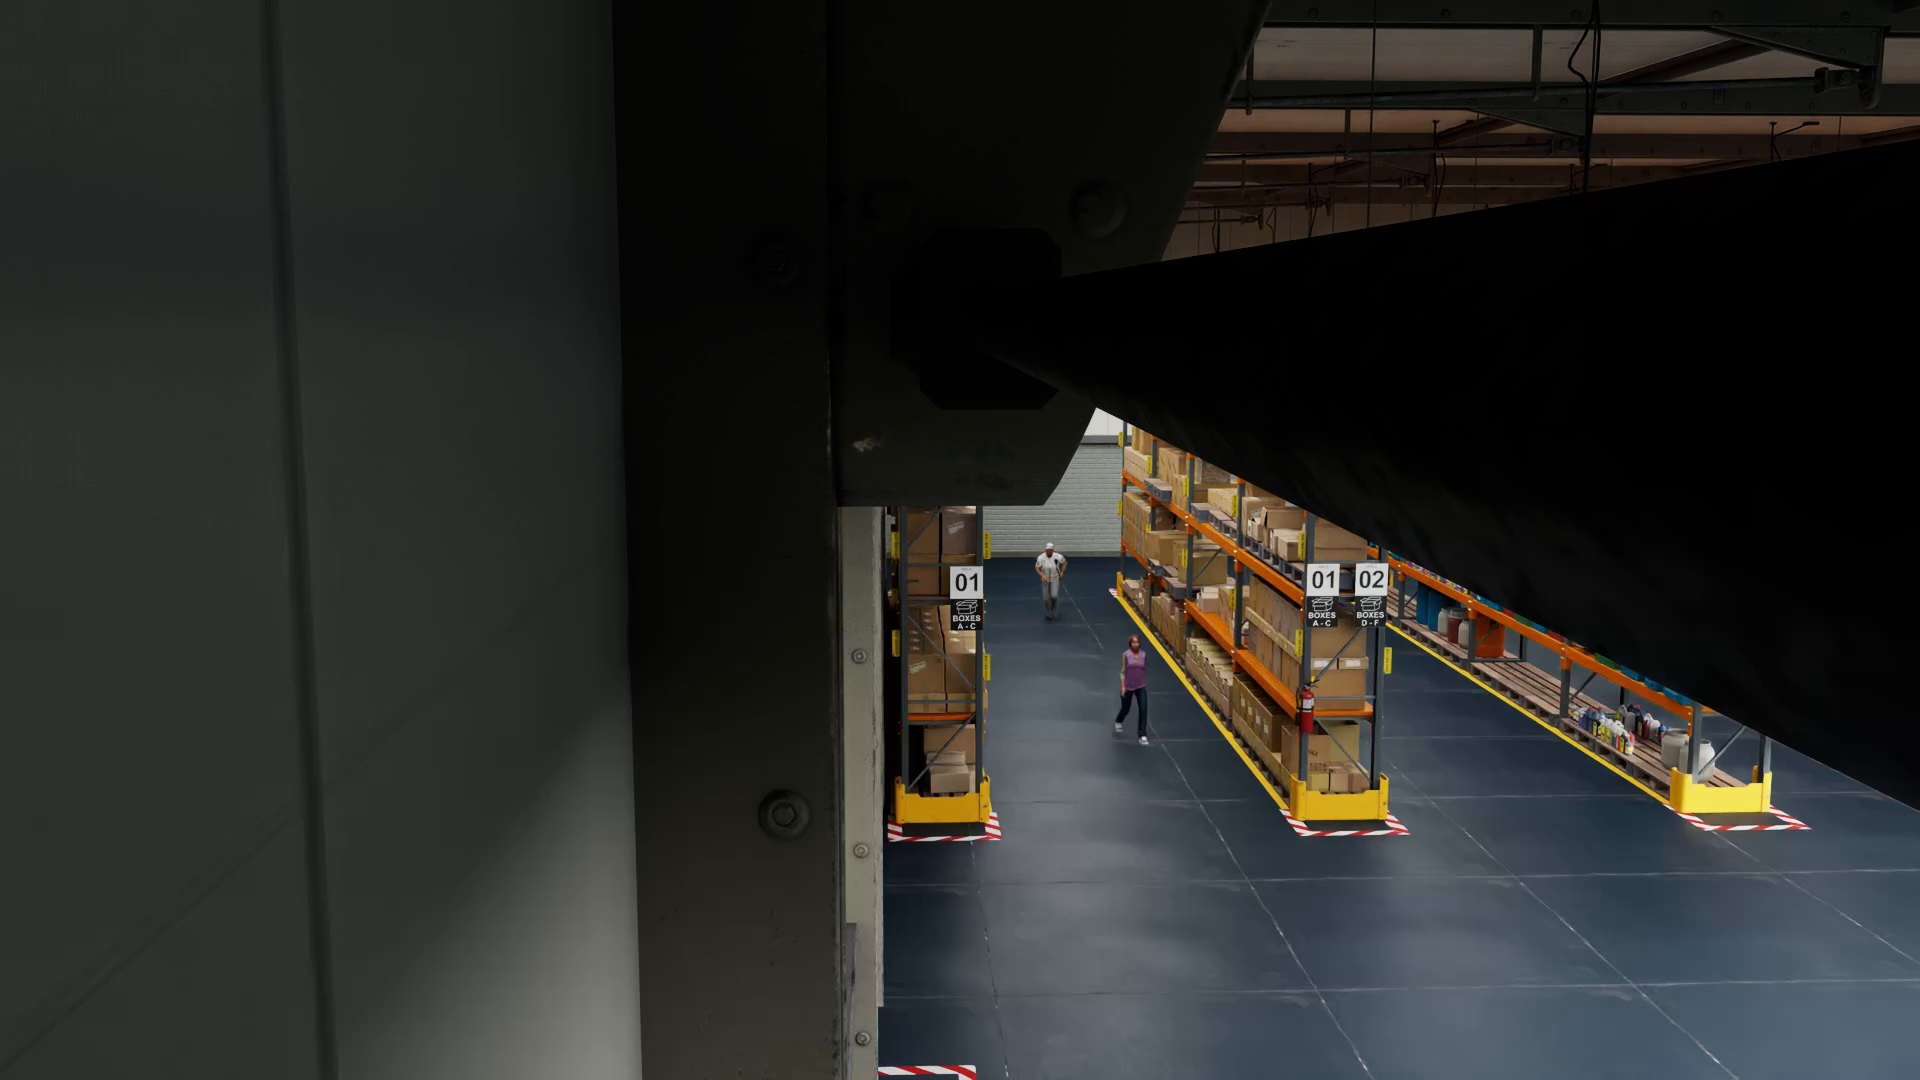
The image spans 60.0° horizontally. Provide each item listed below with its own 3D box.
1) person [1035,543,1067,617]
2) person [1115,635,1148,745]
[{"bbox_3d":[1.848,0.816,33.769,0.633,1.572,0.748,1,8,6],"label":"person"},{"bbox_3d":[2.534,2.154,24.282,0.452,1.528,0.889,-2,8,-13],"label":"person"}]
